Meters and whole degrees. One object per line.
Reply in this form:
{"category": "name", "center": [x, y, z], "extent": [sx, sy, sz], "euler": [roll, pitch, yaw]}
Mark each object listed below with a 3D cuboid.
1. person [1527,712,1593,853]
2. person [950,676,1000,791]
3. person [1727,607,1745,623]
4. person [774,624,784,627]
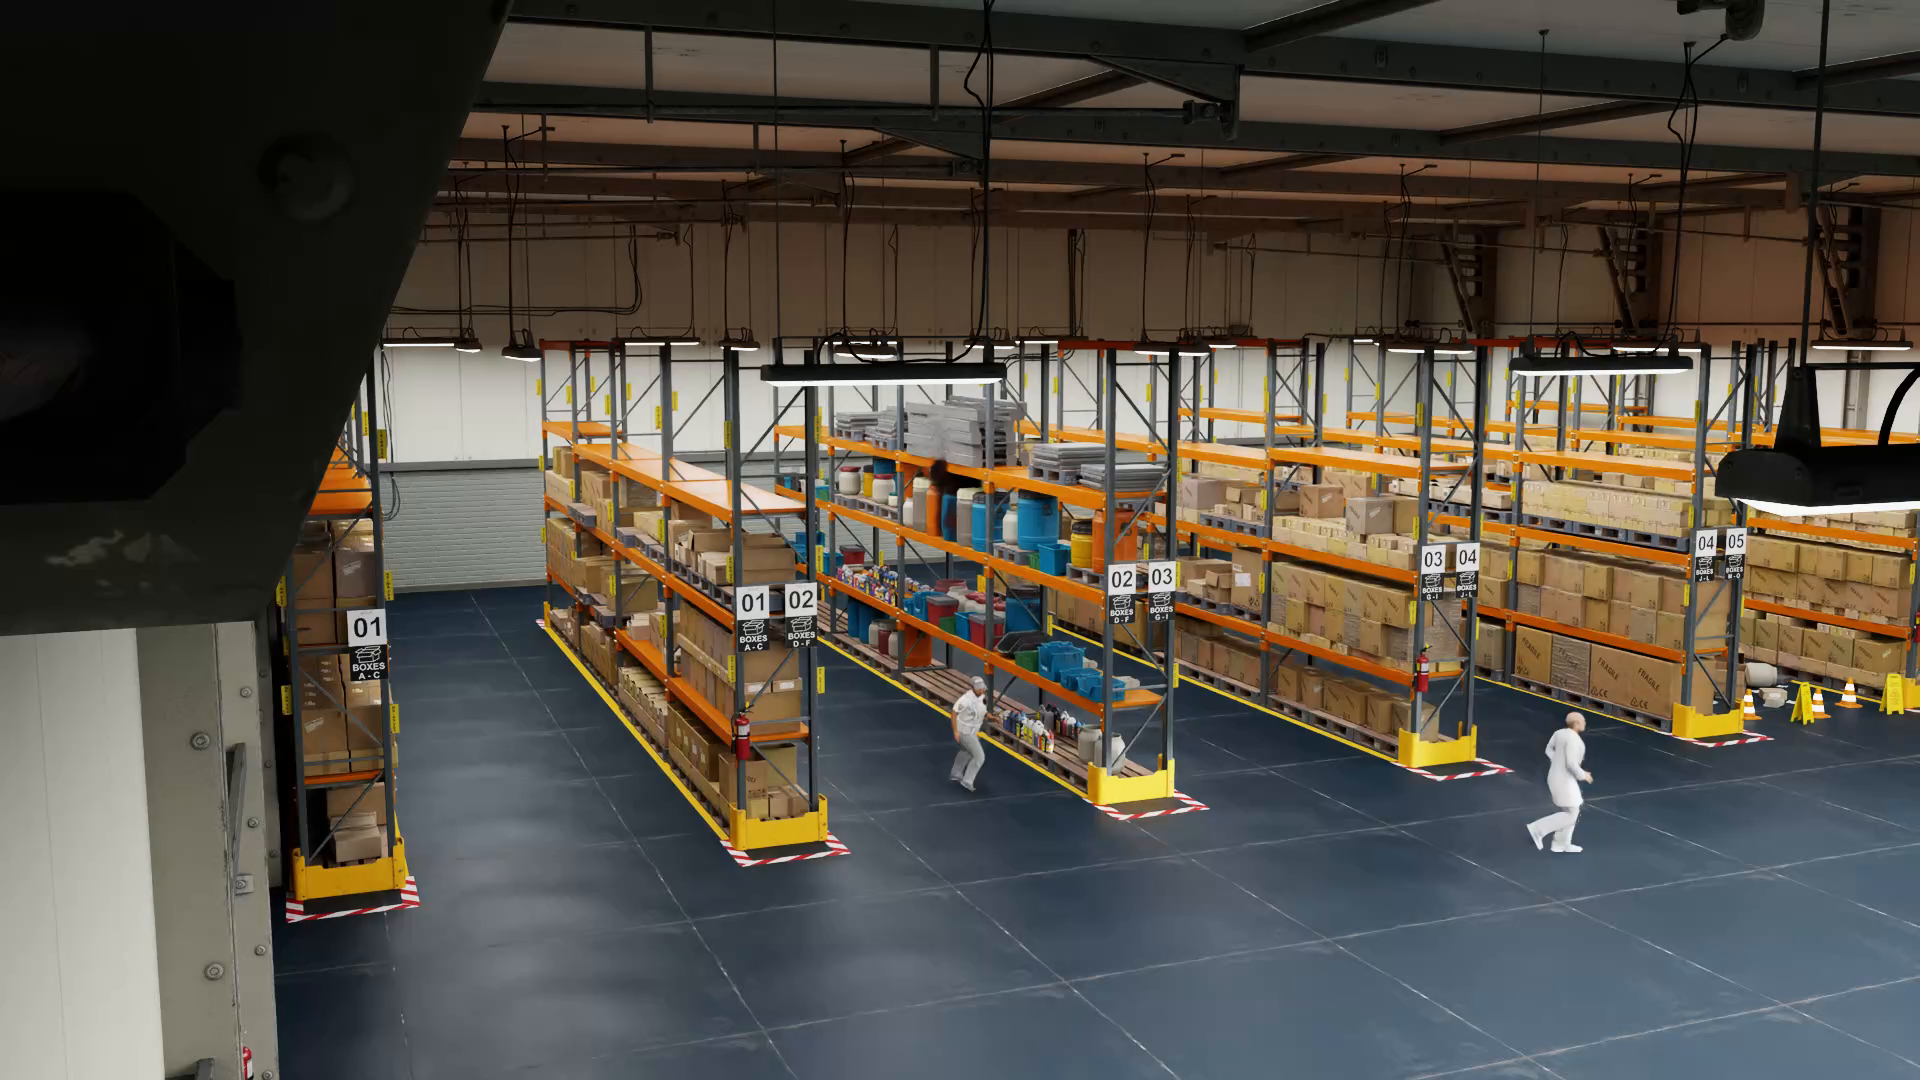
{"category": "person", "center": [7.200, 2.908, 19.916], "extent": [0.684, 1.729, 0.713], "euler": [0, 7, 2]}
{"category": "person", "center": [0.174, 2.636, 22.733], "extent": [0.774, 1.634, 0.636], "euler": [2, 8, 17]}
{"category": "person", "center": [15.674, 1.209, 33.308], "extent": [0.575, 1.622, 0.688], "euler": [-5, 9, -32]}
{"category": "person", "center": [-3.253, 1.666, 28.480], "extent": [1.038, 1.582, 0.729], "euler": [7, 10, 44]}
